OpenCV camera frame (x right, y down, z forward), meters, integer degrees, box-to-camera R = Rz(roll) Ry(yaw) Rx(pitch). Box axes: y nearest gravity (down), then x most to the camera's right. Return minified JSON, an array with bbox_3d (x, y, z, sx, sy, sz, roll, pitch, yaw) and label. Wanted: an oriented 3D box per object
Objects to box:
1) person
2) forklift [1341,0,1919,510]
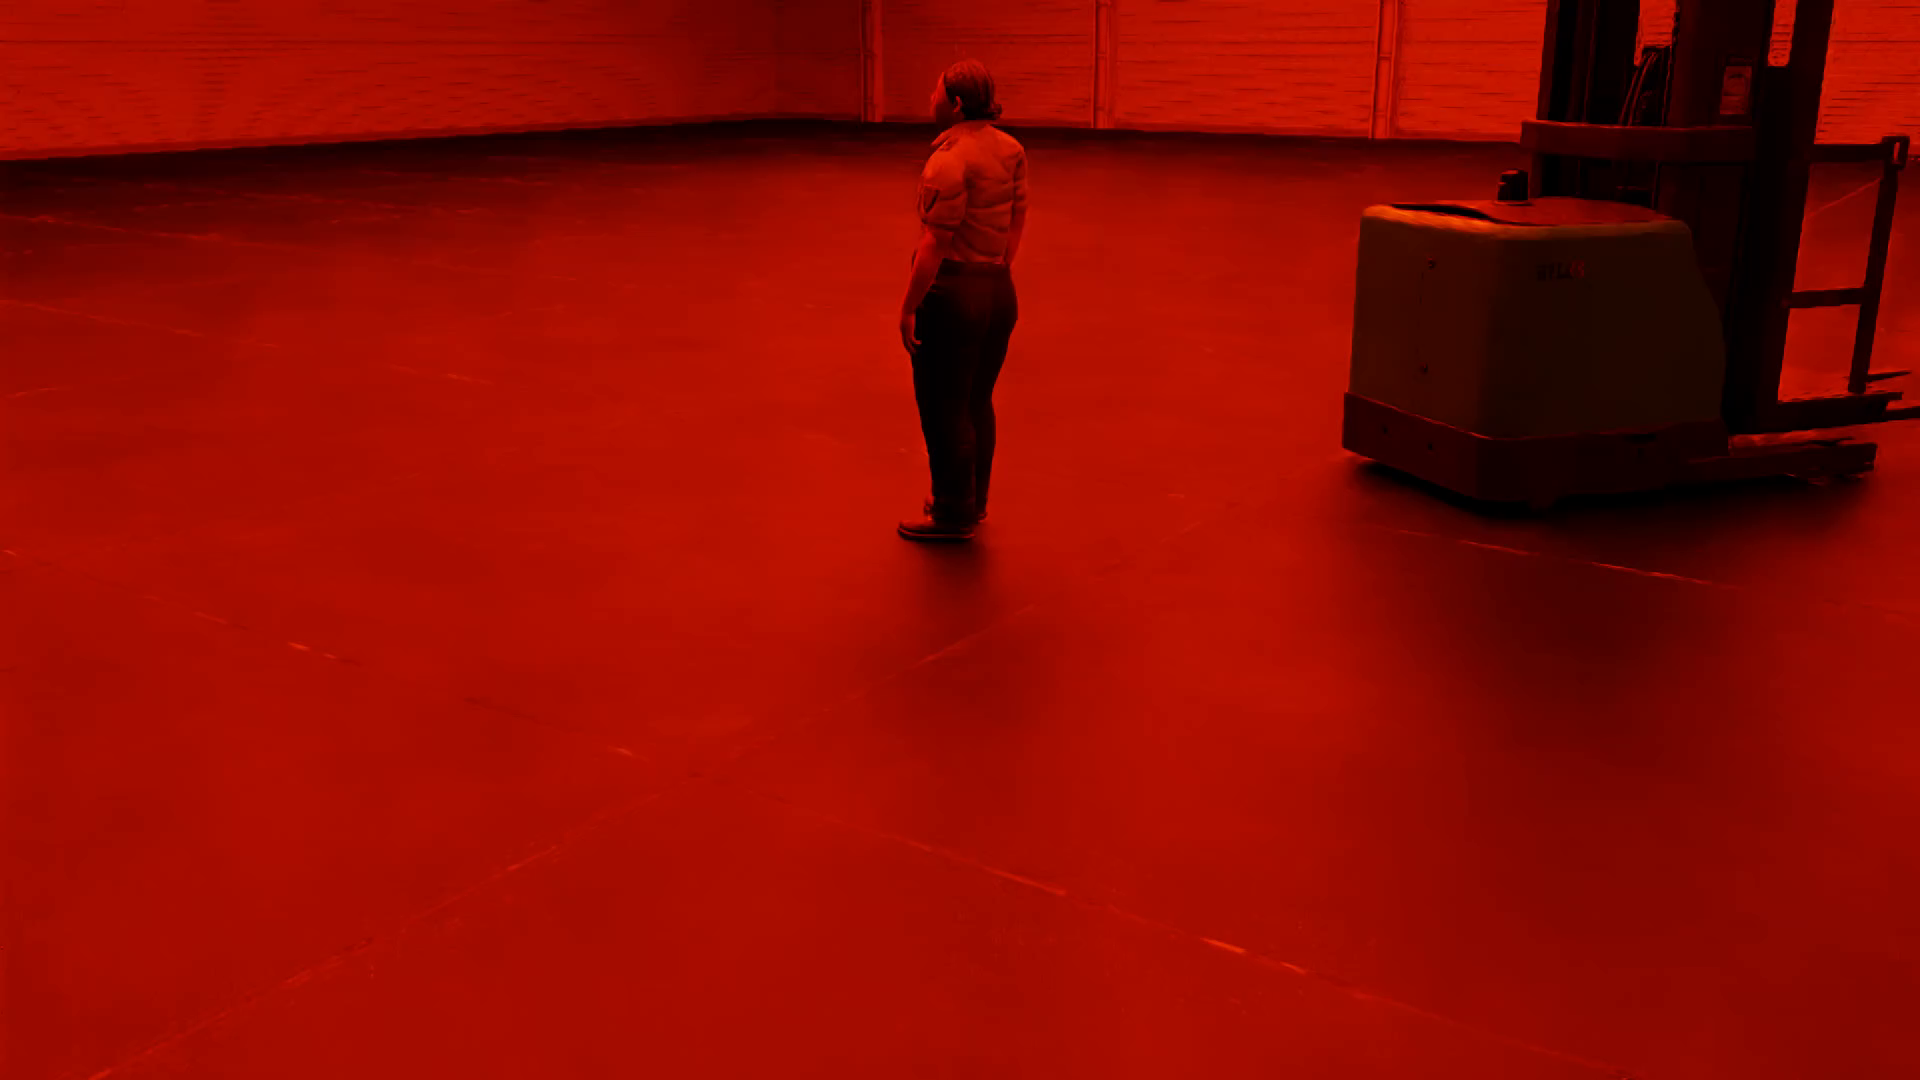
[{"bbox_3d":[-0.061,-0.816,5.777,0.502,1.650,0.599,11,20,33],"label":"person"},{"bbox_3d":[3.180,-1.760,6.720,3.031,2.935,1.130,-6,18,-20],"label":"forklift"}]
